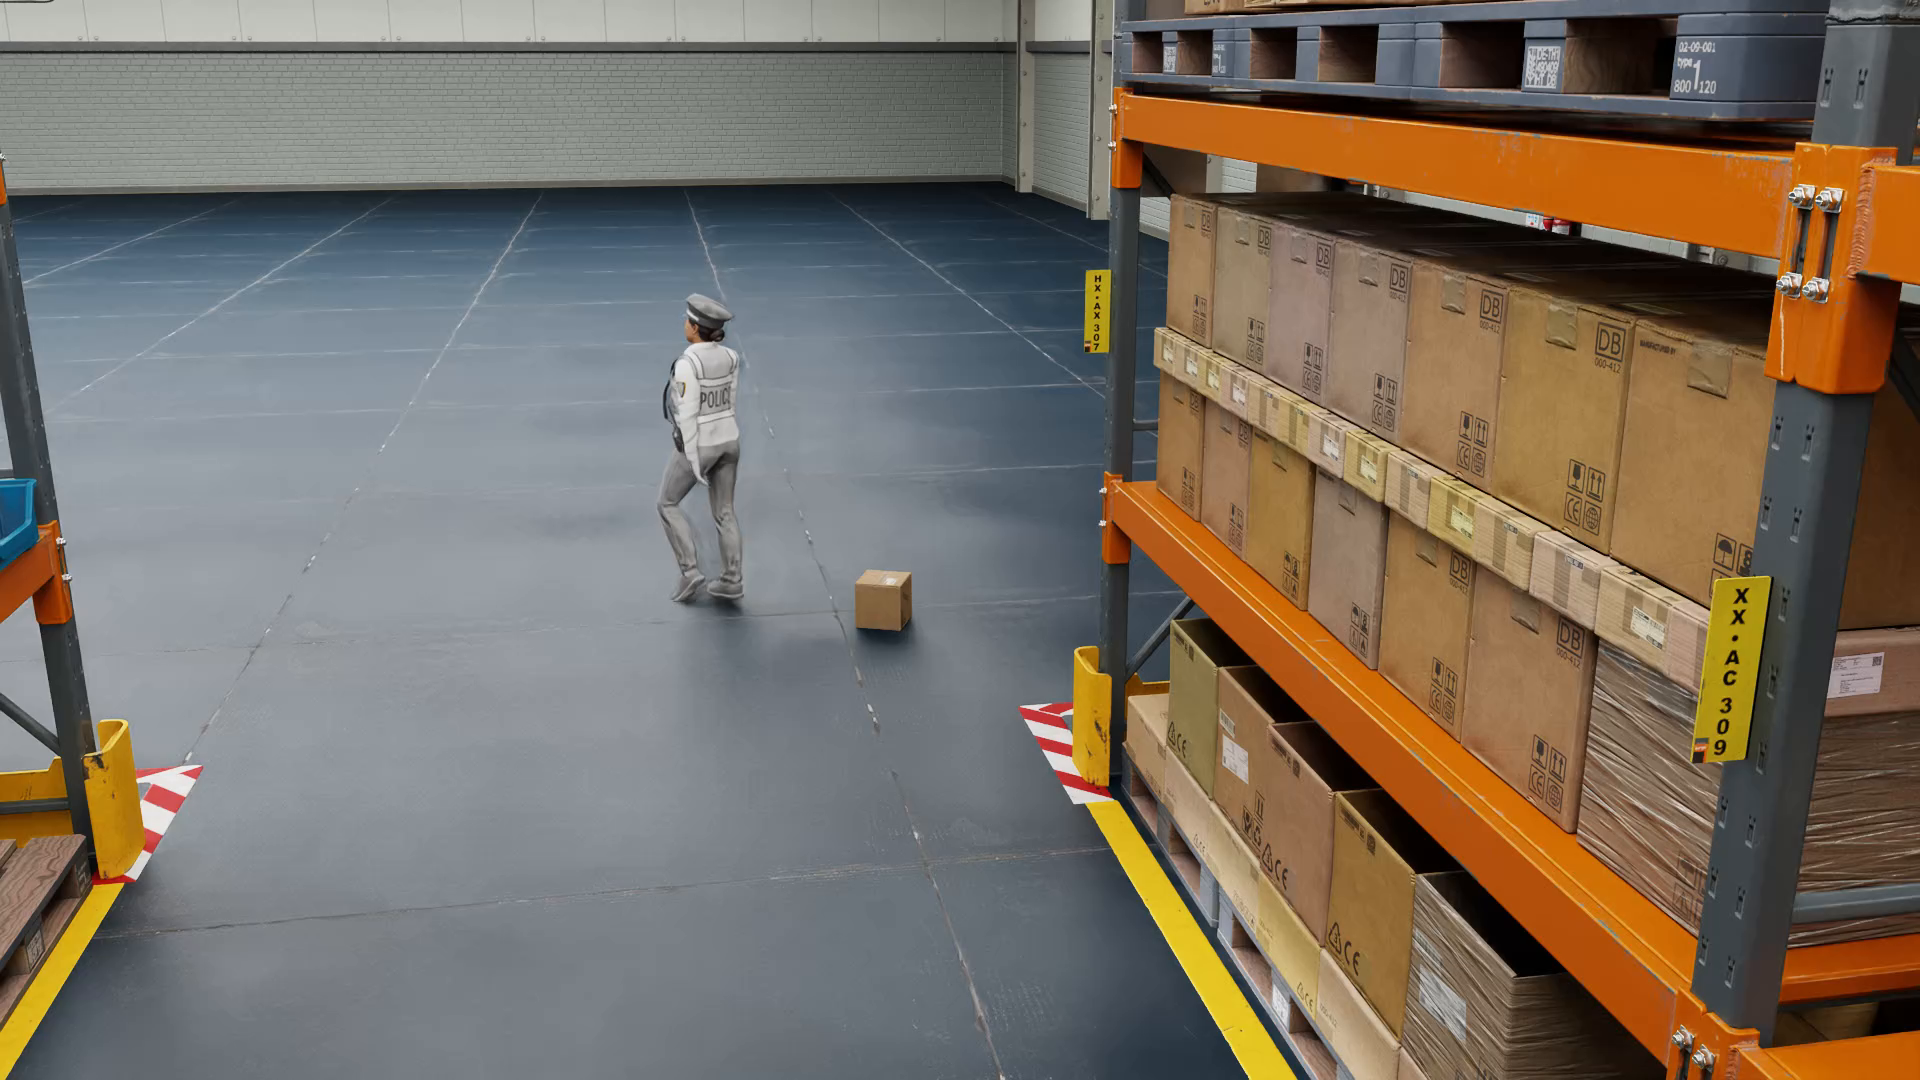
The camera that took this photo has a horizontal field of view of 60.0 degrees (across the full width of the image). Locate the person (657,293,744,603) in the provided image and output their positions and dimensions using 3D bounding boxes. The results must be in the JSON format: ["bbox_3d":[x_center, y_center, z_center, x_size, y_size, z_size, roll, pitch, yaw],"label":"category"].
[{"bbox_3d":[-1.399,-0.479,9.110,0.481,1.736,0.477,13,21,37],"label":"person"}]
